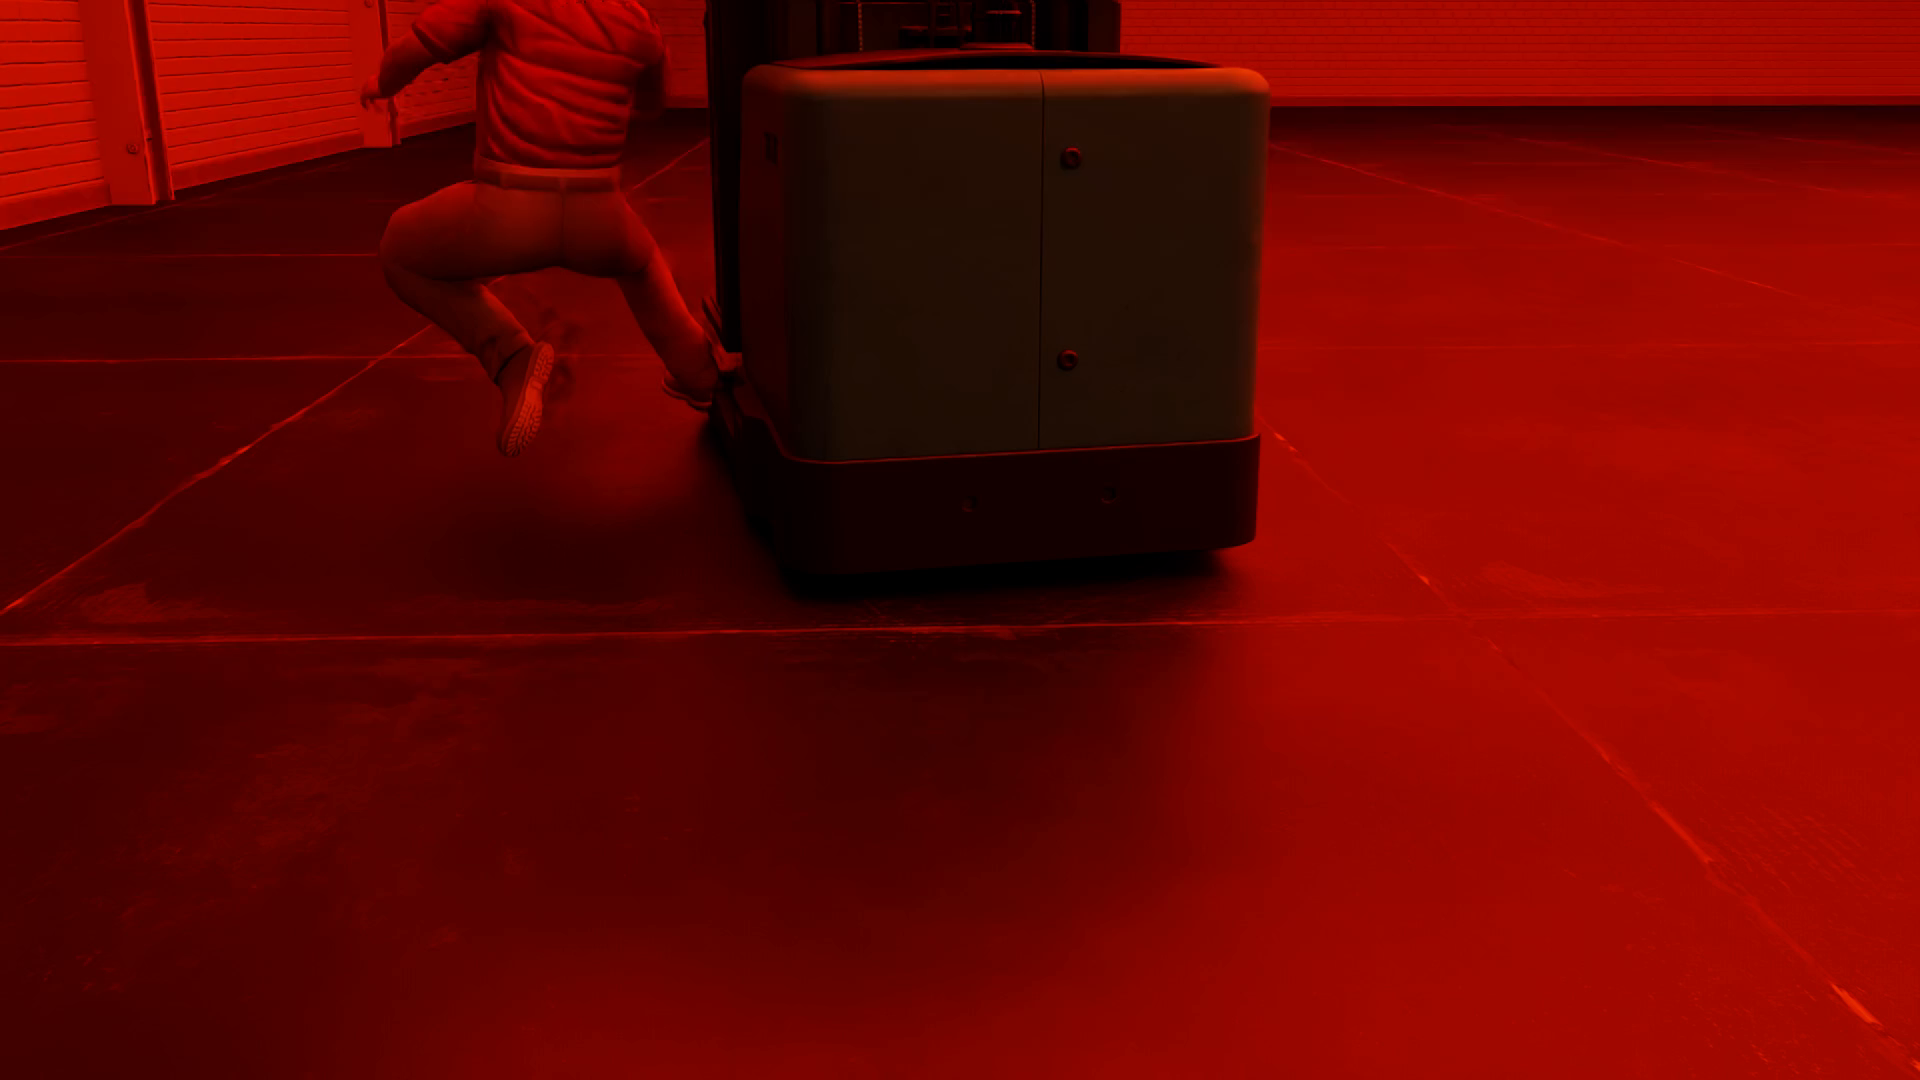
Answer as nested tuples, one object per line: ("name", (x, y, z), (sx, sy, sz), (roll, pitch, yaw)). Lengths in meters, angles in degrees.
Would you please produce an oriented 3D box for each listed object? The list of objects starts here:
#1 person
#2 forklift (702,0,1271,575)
("person", (-1.124, -0.991, 4.556), (0.917, 1.460, 0.789), (-8, 19, -26))
("forklift", (-0.169, -1.719, 4.528), (1.130, 2.935, 3.031), (-4, 17, -12))
